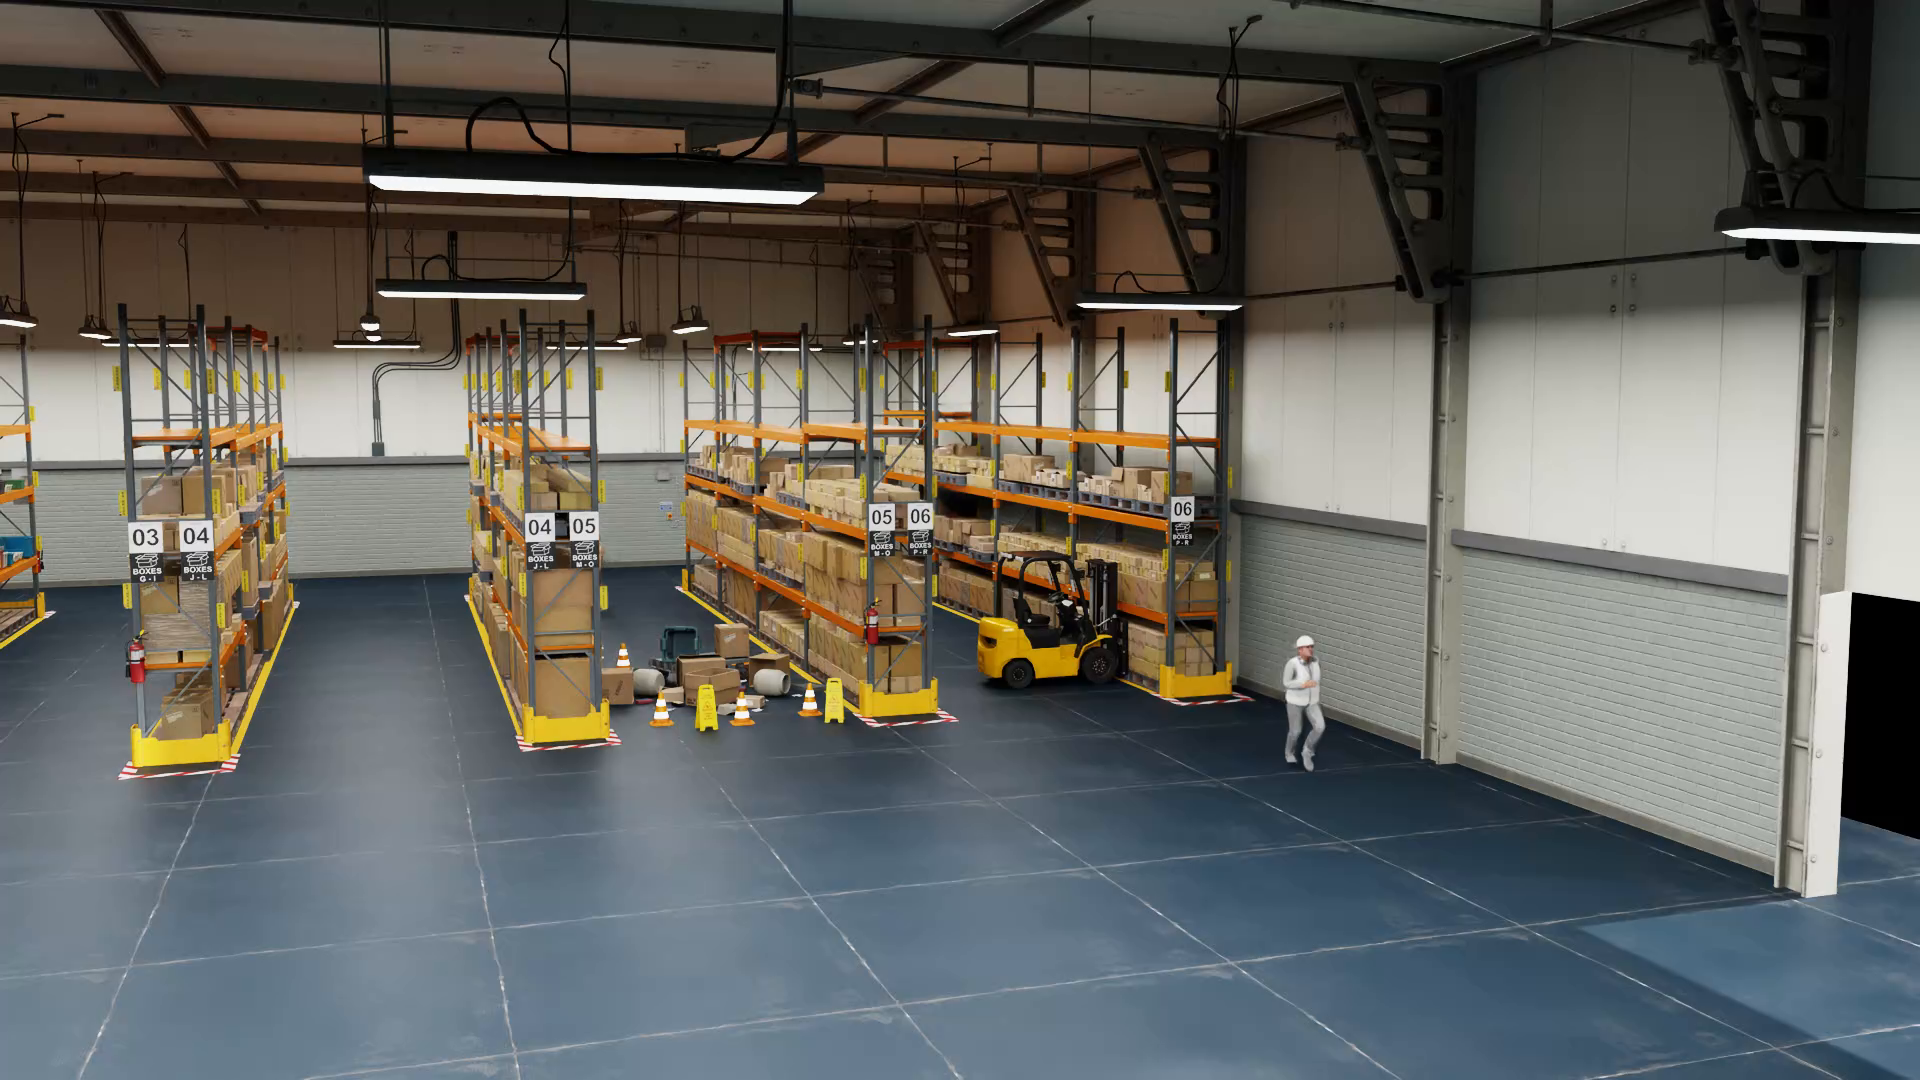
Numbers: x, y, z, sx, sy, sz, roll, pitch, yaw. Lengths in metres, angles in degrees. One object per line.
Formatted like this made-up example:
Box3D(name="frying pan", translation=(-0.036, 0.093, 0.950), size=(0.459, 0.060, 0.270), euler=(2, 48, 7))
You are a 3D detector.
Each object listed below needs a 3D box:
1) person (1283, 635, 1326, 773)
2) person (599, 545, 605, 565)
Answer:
Box3D(name="person", translation=(4.428, 2.094, 21.415), size=(0.682, 1.770, 0.811), euler=(-2, 6, -19))
Box3D(name="person", translation=(-8.230, 0.666, 37.078), size=(0.561, 1.687, 0.752), euler=(-2, 6, -23))
